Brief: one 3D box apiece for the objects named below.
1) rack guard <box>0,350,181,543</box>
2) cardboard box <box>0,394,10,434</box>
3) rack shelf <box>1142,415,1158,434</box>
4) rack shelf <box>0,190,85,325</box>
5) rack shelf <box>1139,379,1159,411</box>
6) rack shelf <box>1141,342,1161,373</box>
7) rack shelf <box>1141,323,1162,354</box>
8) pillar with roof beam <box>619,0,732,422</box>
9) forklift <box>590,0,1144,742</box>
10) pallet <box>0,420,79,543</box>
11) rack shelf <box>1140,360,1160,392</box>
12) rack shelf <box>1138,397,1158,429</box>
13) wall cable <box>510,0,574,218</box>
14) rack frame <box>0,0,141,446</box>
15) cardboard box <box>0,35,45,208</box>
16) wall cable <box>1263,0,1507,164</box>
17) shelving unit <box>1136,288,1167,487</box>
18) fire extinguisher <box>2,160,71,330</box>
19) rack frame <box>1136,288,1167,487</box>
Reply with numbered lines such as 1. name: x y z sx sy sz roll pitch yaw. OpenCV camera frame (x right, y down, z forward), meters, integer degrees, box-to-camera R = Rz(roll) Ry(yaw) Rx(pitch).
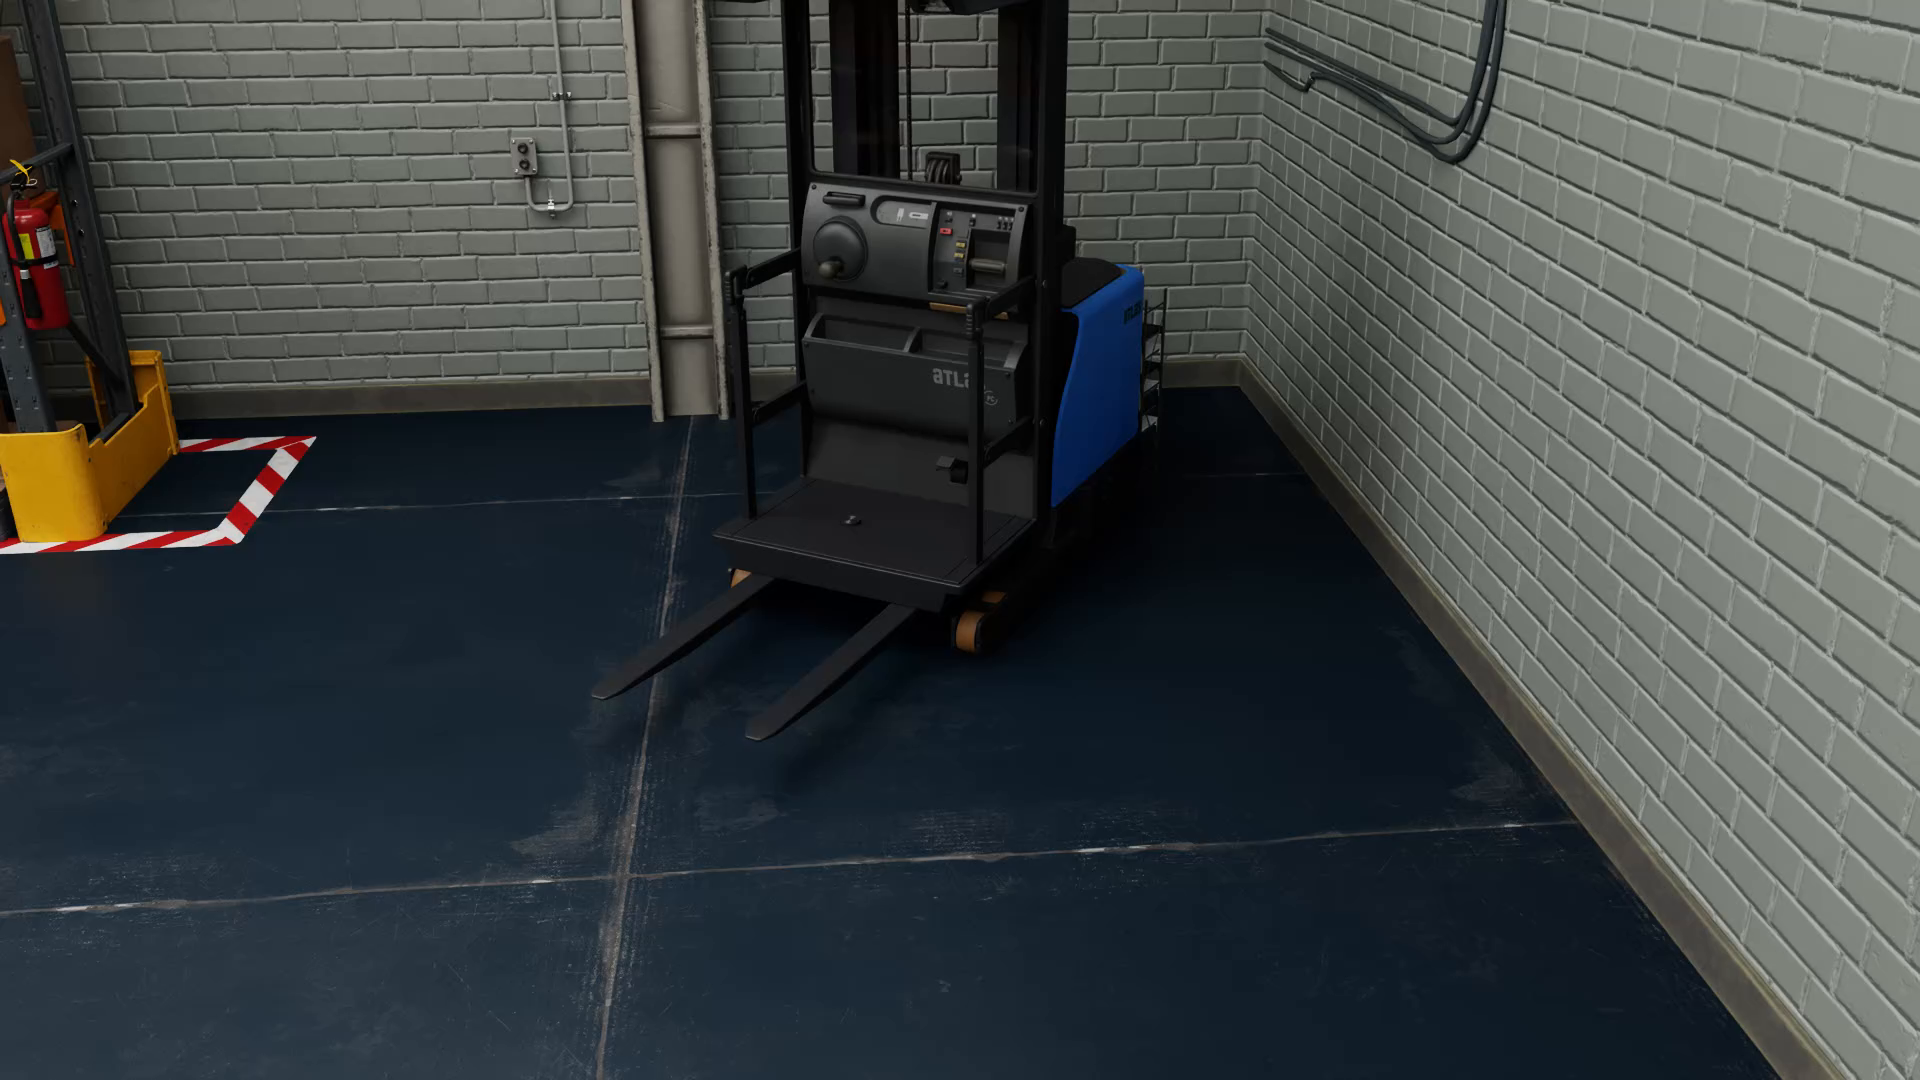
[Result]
1. rack guard: -3.989 -0.455 7.659 0.348 0.500 1.175 -2 24 -5
2. cardboard box: -4.700 -0.578 7.418 0.500 0.500 0.700 -2 24 -5
3. rack shelf: 0.801 -0.529 7.856 0.200 0.077 0.258 13 27 27
4. rack shelf: -6.003 -1.188 7.116 4.000 0.370 1.077 -2 24 -5
5. rack shelf: 0.801 -0.693 7.783 0.200 0.077 0.258 13 27 27
6. rack shelf: 0.801 -0.857 7.710 0.200 0.077 0.258 13 27 27
7. rack shelf: 0.801 -0.940 7.674 0.200 0.077 0.258 13 27 27
8. pillar with roof beam: -0.988 -3.055 3.045 0.400 9.000 9.100 -2 24 -5
9. forklift: -0.272 -1.112 6.143 1.130 2.935 3.031 11 26 24
10. pallet: -4.801 -0.259 7.573 1.213 0.211 1.003 -2 24 -5
11. rack shelf: 0.801 -0.775 7.747 0.200 0.077 0.258 13 27 27
12. rack shelf: 0.801 -0.611 7.820 0.200 0.077 0.258 13 27 27
13. wall cable: -2.831 -2.494 7.918 1.851 1.984 0.084 -2 24 -5
14. rack frame: -4.013 -1.597 7.149 0.127 3.000 1.000 -2 24 -5
15. cardboard box: -4.519 -1.709 7.033 0.700 0.700 0.980 -1 24 -3
16. wall cable: 1.651 -3.001 6.744 0.112 2.526 3.097 -2 24 -5
17. shelving unit: 0.801 -0.723 7.770 0.210 0.900 0.258 13 27 27
18. fire extinguisher: -3.817 -1.210 6.835 0.183 0.674 0.296 -2 24 -5
19. rack frame: 0.889 -0.703 7.724 0.006 0.900 0.240 13 27 27
